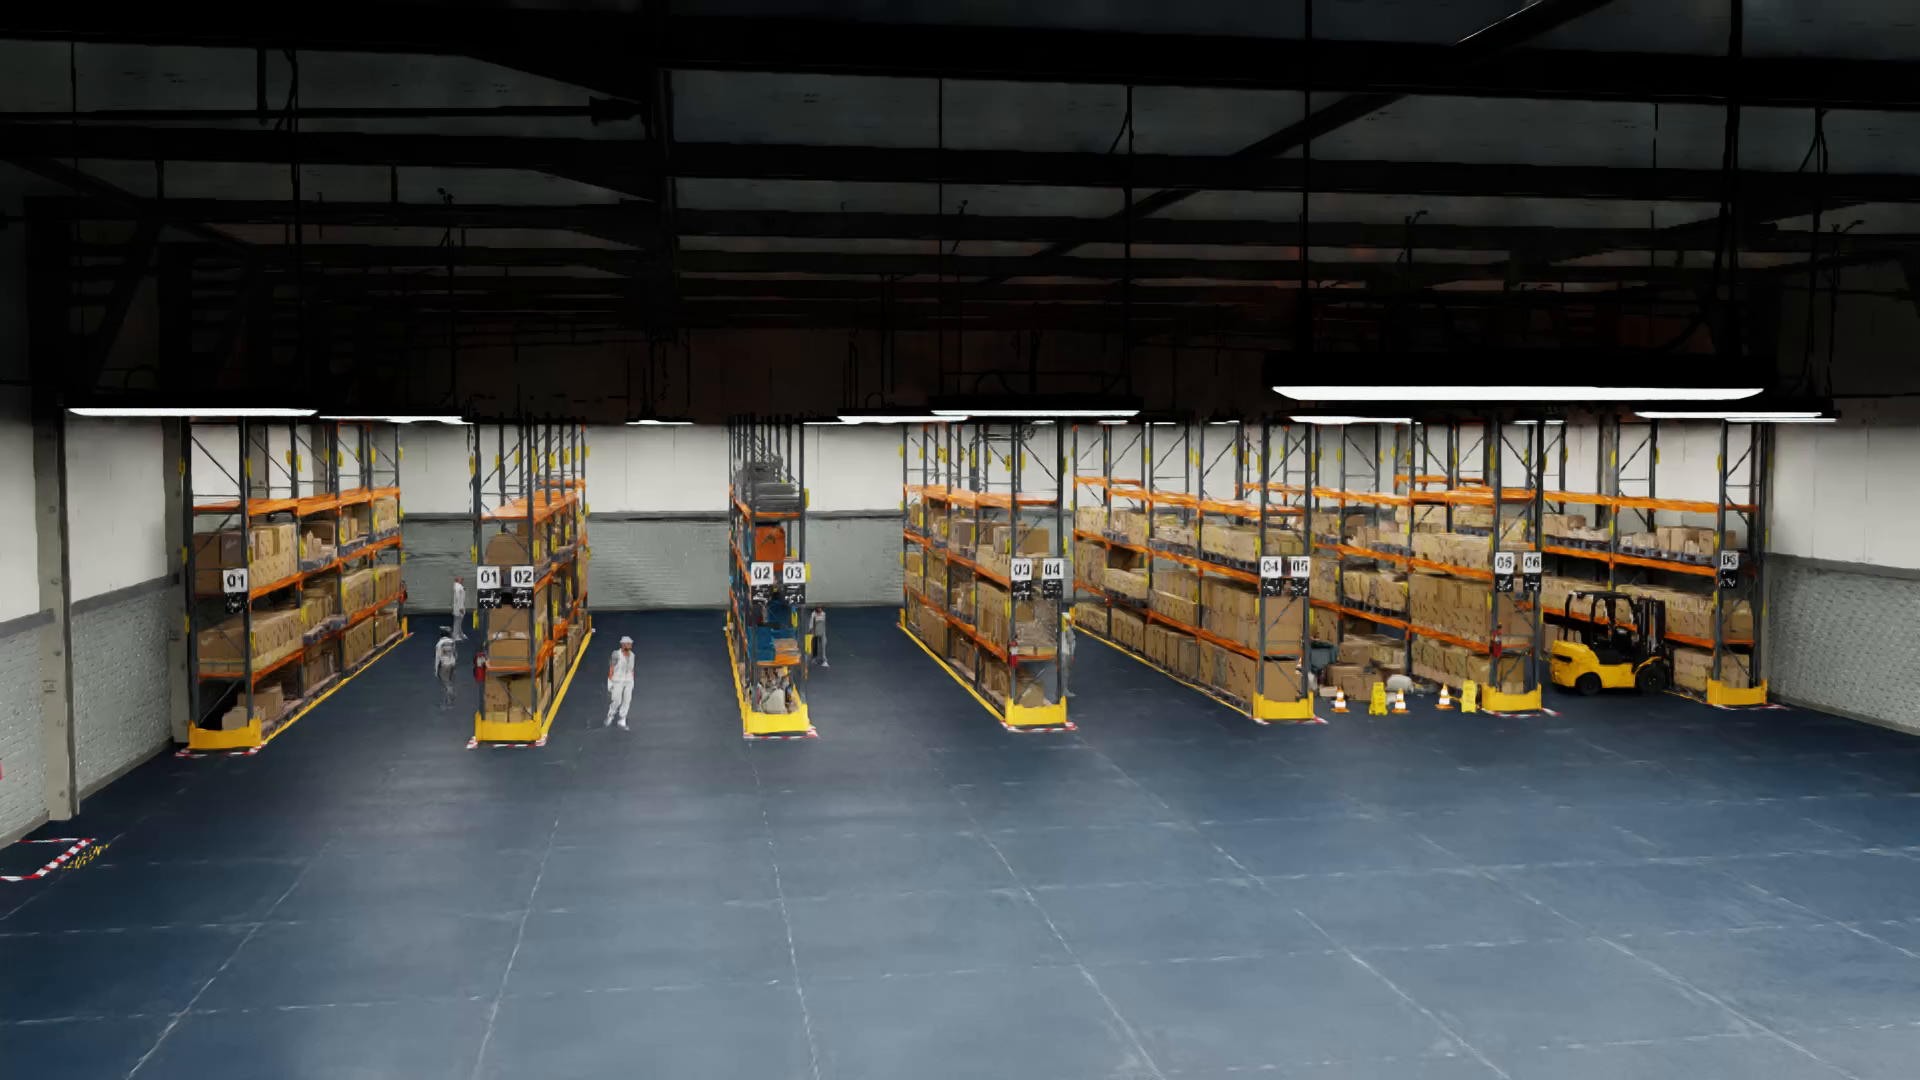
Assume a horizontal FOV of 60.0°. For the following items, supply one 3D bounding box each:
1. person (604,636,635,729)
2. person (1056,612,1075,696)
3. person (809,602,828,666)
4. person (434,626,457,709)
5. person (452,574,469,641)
[{"bbox_3d":[-6.448,2.692,31.560,0.591,1.780,0.573,-4,5,-44],"label":"person"},{"bbox_3d":[2.256,2.408,35.398,0.400,1.776,0.623,-2,4,-27],"label":"person"},{"bbox_3d":[-3.408,2.233,39.925,0.419,1.514,1.038,-1,4,-12],"label":"person"},{"bbox_3d":[-10.468,2.577,33.805,0.544,1.665,0.573,2,4,23],"label":"person"},{"bbox_3d":[-13.386,1.789,44.474,0.440,1.785,0.701,-1,4,-17],"label":"person"}]
